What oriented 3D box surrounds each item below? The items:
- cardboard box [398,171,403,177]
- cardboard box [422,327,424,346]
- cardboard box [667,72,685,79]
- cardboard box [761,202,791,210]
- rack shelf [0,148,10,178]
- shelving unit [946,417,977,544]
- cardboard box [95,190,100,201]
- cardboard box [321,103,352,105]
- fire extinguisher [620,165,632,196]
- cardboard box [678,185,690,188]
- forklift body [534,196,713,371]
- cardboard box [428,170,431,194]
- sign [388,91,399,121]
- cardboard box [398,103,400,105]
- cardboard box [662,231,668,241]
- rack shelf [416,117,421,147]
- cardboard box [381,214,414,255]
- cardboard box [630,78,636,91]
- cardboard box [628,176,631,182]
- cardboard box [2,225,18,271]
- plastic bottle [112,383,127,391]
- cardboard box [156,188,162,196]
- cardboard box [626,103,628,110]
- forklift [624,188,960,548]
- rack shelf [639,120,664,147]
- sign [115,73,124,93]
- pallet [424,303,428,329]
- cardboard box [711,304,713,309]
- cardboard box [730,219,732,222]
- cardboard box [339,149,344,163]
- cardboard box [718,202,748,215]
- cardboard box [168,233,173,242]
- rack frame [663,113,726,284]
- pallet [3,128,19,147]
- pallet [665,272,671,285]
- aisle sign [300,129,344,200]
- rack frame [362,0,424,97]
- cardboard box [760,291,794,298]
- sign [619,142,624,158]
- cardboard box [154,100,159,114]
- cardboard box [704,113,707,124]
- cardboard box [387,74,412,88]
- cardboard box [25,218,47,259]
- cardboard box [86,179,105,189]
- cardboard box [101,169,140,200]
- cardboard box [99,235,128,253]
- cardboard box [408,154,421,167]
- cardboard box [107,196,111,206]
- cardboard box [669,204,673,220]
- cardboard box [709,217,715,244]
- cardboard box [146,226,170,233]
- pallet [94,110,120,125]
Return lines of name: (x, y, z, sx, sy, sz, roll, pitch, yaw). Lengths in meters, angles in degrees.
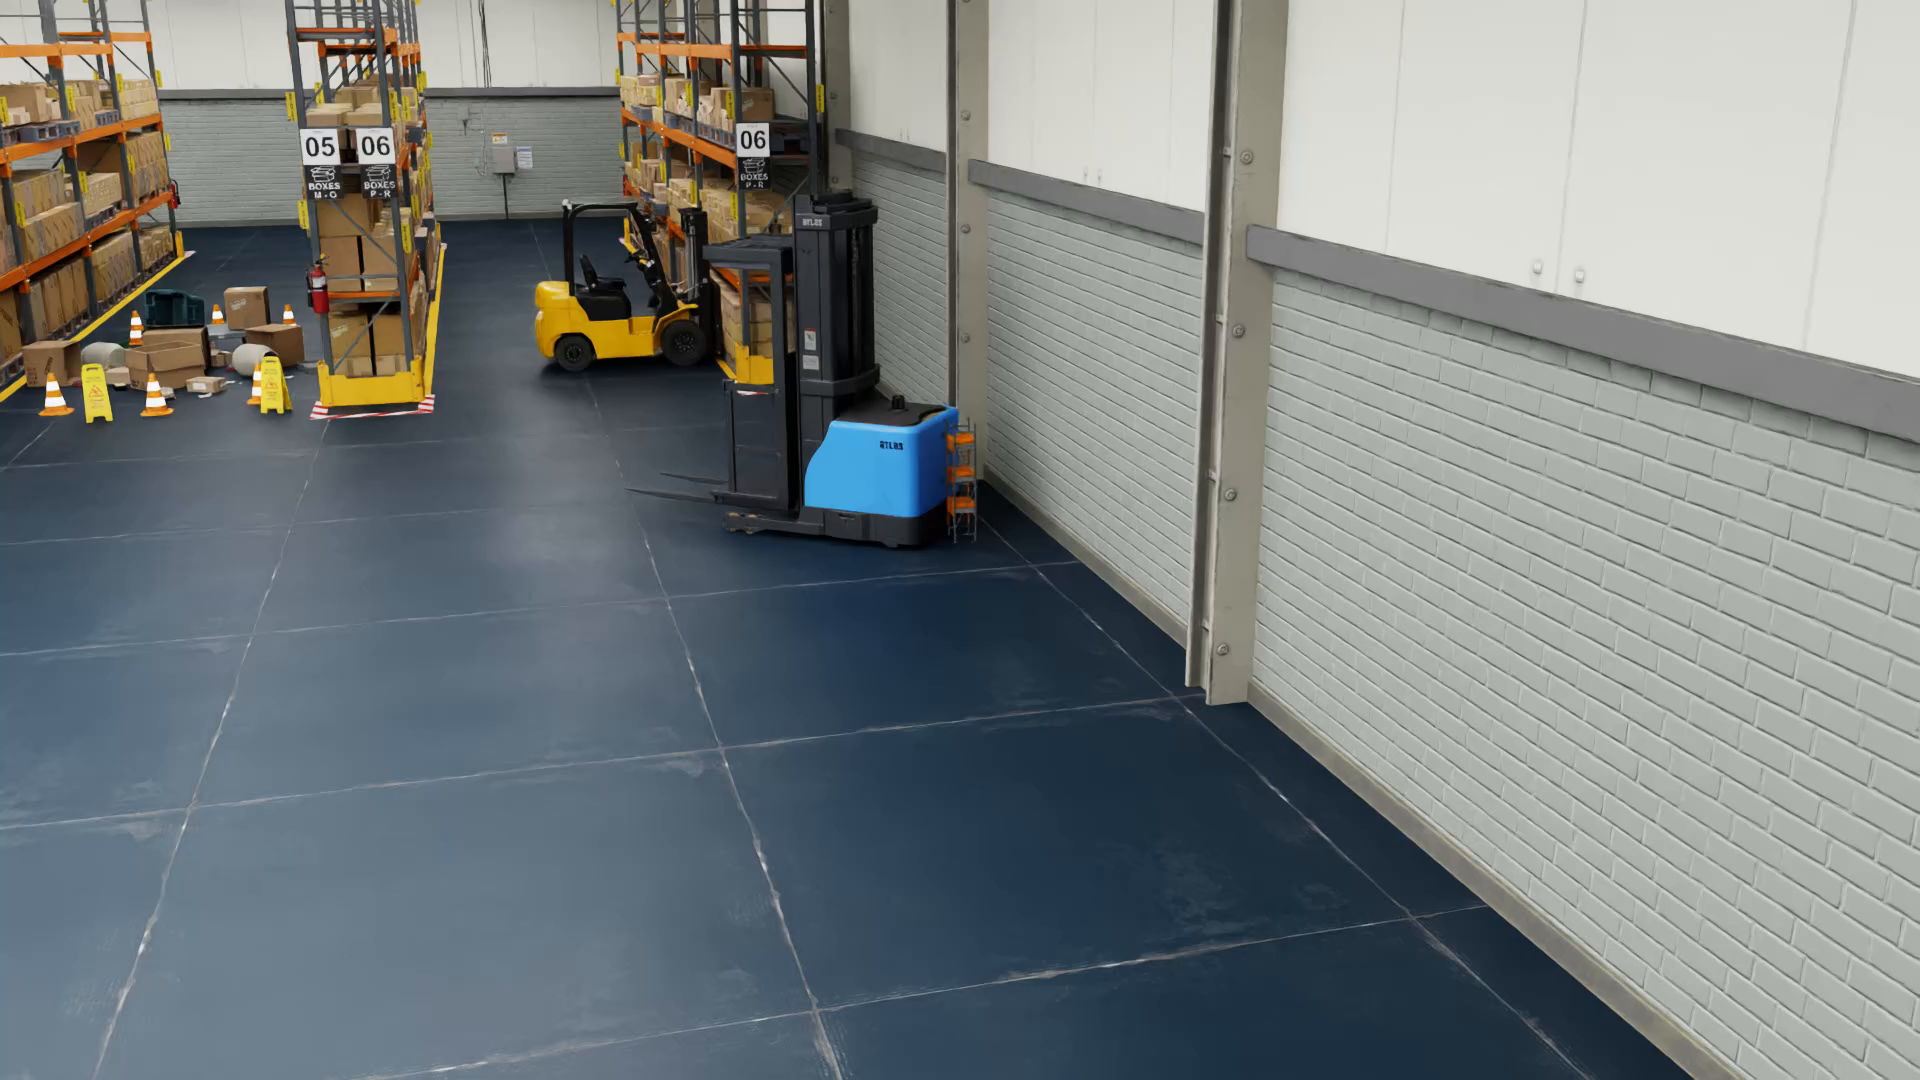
cardboard box: (-8.313, -5.343, 24.478, 0.380, 0.149, 0.250, -4, 17, -12)
cardboard box: (-7.549, -2.786, 22.563, 0.500, 0.250, 0.500, -5, 17, -17)
cardboard box: (-5.298, -8.553, 30.795, 0.396, 0.266, 0.258, -5, 17, -15)
cardboard box: (-2.418, -4.376, 21.988, 0.380, 0.149, 0.250, -4, 17, -14)
rack shelf: (-12.308, -4.310, 19.624, 1.077, 0.370, 4.000, -5, 17, -15)
shelving unit: (0.014, -0.514, 14.335, 0.215, 1.050, 0.252, -4, 17, -14)
cardboard box: (-14.252, -5.607, 27.093, 0.380, 0.149, 0.250, -5, 17, -16)
cardboard box: (-8.353, -5.776, 22.303, 0.380, 0.149, 0.250, -5, 17, -16)
fire extinguisher: (-7.137, -7.692, 35.628, 0.296, 0.674, 0.183, -5, 17, -15)
cardboard box: (-4.284, -5.582, 26.518, 0.380, 0.149, 0.250, -4, 17, -14)
forklift body: (-4.530, -3.452, 22.204, 2.313, 2.155, 1.214, -5, 17, -15)
cardboard box: (-10.466, -6.880, 31.967, 0.500, 0.500, 0.500, -5, 17, -15)
sign: (-6.505, -4.982, 19.092, 0.100, 0.325, 0.005, -5, 17, -15)
cardboard box: (-7.684, -5.753, 22.226, 0.380, 0.149, 0.250, -5, 17, -17)
cardboard box: (-5.170, -5.491, 30.005, 0.380, 0.149, 0.250, -6, 18, -18)
rack shelf: (-9.775, -6.942, 28.386, 1.077, 0.370, 4.000, -5, 17, -15)
cardboard box: (-7.470, -3.993, 21.840, 0.500, 0.500, 0.500, -4, 17, -14)
cardboard box: (-6.202, -8.945, 32.677, 0.500, 0.250, 0.500, -4, 17, -14)
cardboard box: (-6.825, -7.671, 35.211, 0.380, 0.149, 0.250, -5, 17, -16)
cardboard box: (-12.745, -3.742, 21.435, 0.875, 0.550, 0.550, -5, 17, -15)
plastic bottle: (-10.472, -1.912, 20.712, 0.133, 0.061, 0.283, -12, 20, -34)
cardboard box: (-15.586, -6.694, 31.959, 0.380, 0.149, 0.250, -4, 17, -14)
cardboard box: (-6.588, -8.822, 33.828, 0.380, 0.149, 0.250, -5, 17, -15)
forklift: (-1.564, -1.589, 14.647, 3.031, 2.935, 1.130, 7, 18, 21)
rack shelf: (-5.003, -7.336, 29.696, 1.077, 0.370, 4.000, -5, 17, -15)
sign: (-14.523, -7.902, 28.747, 0.100, 0.325, 0.005, -5, 17, -15)
pallet: (-8.680, -3.409, 25.433, 1.003, 0.211, 1.213, -5, 17, -15)
cardboard box: (-3.251, -3.271, 23.307, 0.500, 0.250, 0.500, -5, 17, -16)
cardboard box: (-2.788, -4.124, 21.667, 0.380, 0.149, 0.250, -5, 17, -16)
cardboard box: (-7.393, -4.477, 19.365, 0.380, 0.149, 0.250, -5, 17, -15)
cardboard box: (-3.003, -4.406, 22.089, 0.380, 0.149, 0.250, -4, 17, -14)
cardboard box: (-15.736, -5.946, 32.740, 0.380, 0.149, 0.250, -5, 17, -17)
rack frame: (-4.453, -5.691, 28.183, 1.000, 3.000, 0.127, -5, 17, -15)
pallet: (-13.157, -5.366, 22.221, 0.805, 0.209, 1.217, -5, 18, -17)
pallet: (-4.622, -4.565, 29.281, 1.003, 0.211, 1.213, -5, 17, -15)
aisle sign: (-7.288, -4.289, 18.999, 0.394, 0.787, 0.004, -5, 17, -15)
rack frame: (-11.424, -10.383, 33.376, 1.000, 3.000, 0.127, -5, 17, -15)
cardboard box: (-2.346, -3.127, 21.959, 0.500, 0.250, 0.500, -5, 17, -15)
sign: (-7.174, -8.275, 35.282, 0.100, 0.325, 0.005, -5, 17, -15)
cardboard box: (-15.776, -8.351, 32.084, 0.500, 0.250, 0.500, -5, 17, -16)
cardboard box: (-3.312, -5.789, 22.828, 0.380, 0.149, 0.250, -4, 17, -14)
cardboard box: (-10.284, -8.316, 30.632, 0.500, 0.500, 0.500, -4, 17, -14)
cardboard box: (-12.883, -4.126, 22.799, 0.500, 0.500, 0.500, -5, 17, -15)
cardboard box: (-14.401, -5.894, 27.532, 0.380, 0.149, 0.250, -6, 18, -18)
cardboard box: (-14.950, -6.332, 29.625, 0.500, 0.500, 0.500, -5, 17, -16)
cardboard box: (-14.480, -5.018, 28.255, 0.500, 0.250, 0.500, -4, 17, -13)
cardboard box: (-9.398, -6.260, 28.168, 0.500, 0.500, 0.500, -4, 17, -14)
cardboard box: (-14.467, -5.684, 27.868, 0.380, 0.149, 0.250, -5, 18, -18)
cardboard box: (-4.566, -5.477, 27.731, 0.500, 0.250, 0.500, -5, 17, -15)
cardboard box: (-3.184, -4.206, 23.066, 0.500, 0.500, 0.500, -5, 17, -16)
cardboard box: (-15.766, -6.085, 32.687, 0.380, 0.149, 0.250, -4, 17, -15)
pallet: (-14.989, -7.152, 28.159, 1.213, 0.211, 1.003, -5, 17, -15)
